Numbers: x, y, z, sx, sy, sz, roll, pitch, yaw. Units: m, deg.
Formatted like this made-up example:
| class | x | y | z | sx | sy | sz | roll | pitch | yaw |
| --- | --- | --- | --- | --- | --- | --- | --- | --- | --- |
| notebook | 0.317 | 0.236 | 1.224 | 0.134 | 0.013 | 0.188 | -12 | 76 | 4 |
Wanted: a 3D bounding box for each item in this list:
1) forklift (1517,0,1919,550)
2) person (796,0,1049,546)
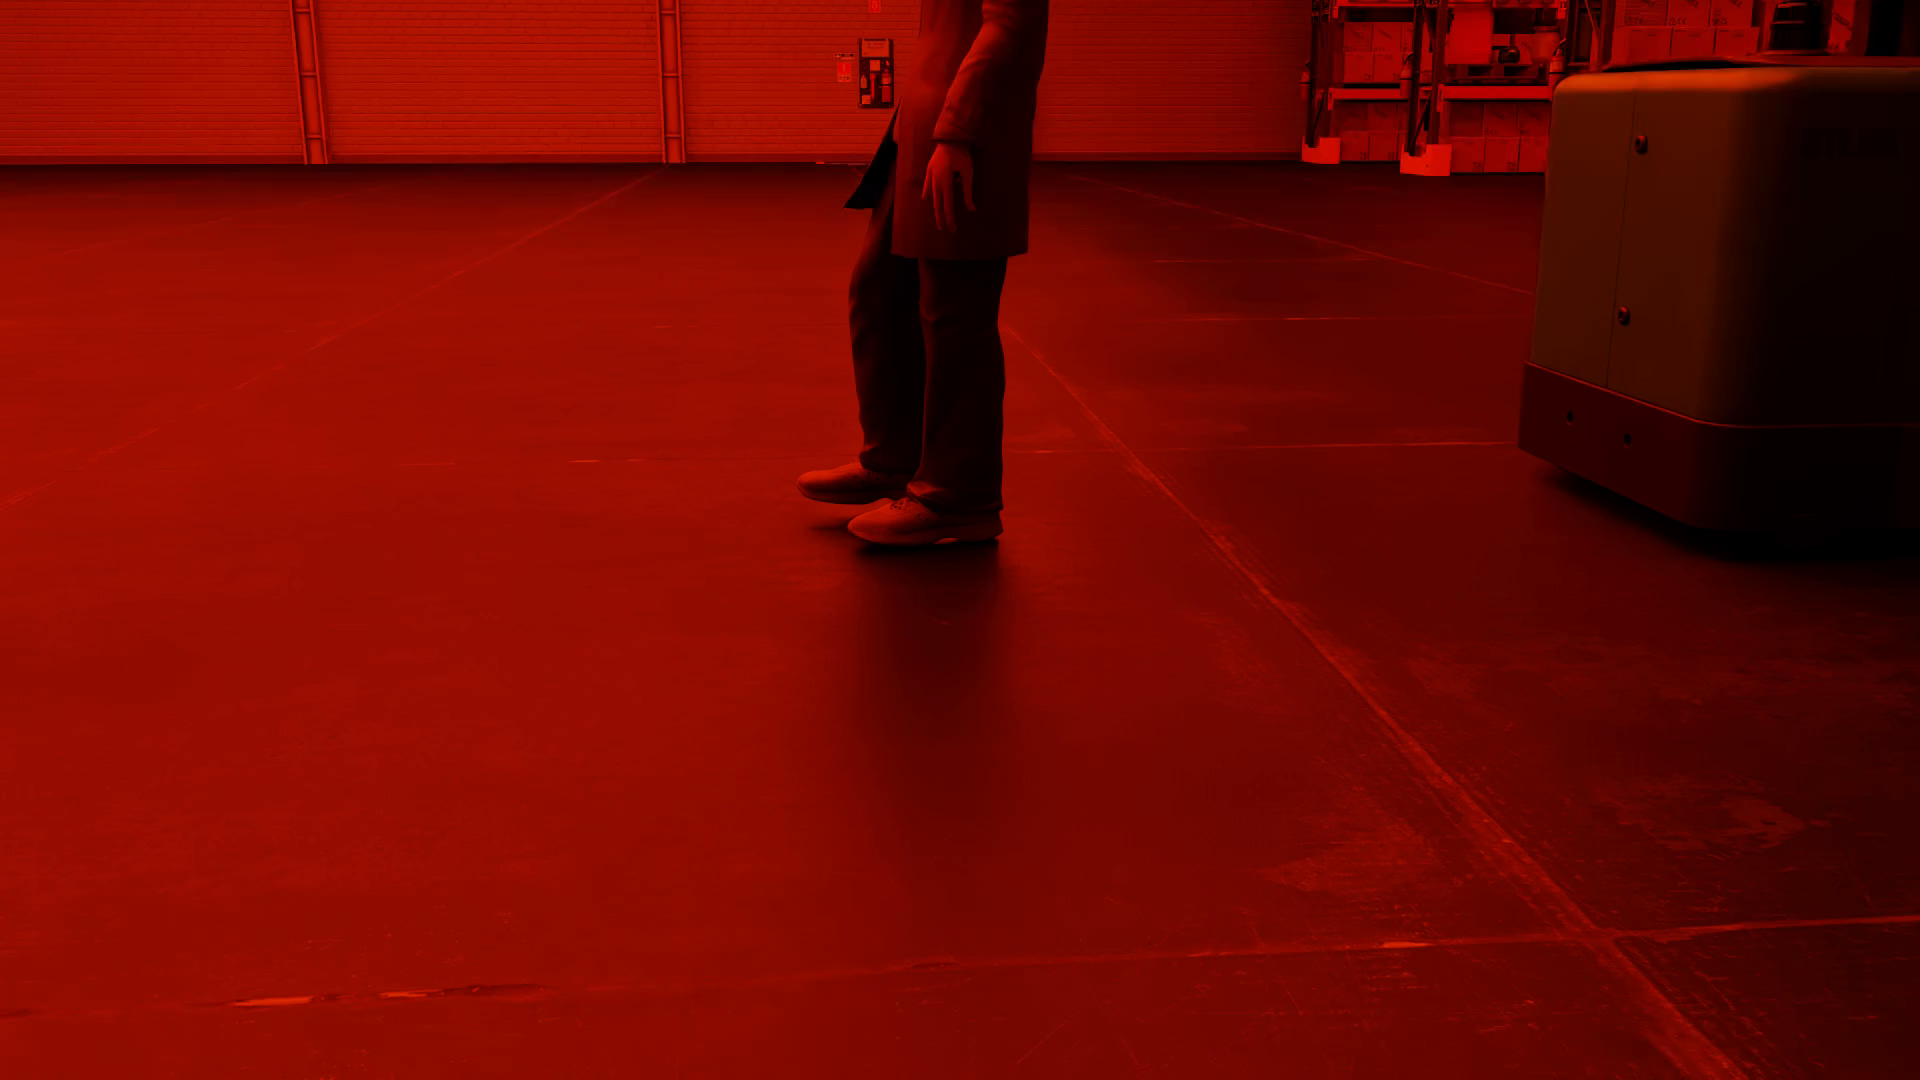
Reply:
| class | x | y | z | sx | sy | sz | roll | pitch | yaw |
| --- | --- | --- | --- | --- | --- | --- | --- | --- | --- |
| forklift | 3.105 | -1.536 | 4.013 | 3.031 | 2.935 | 1.130 | -2 | 15 | -6 |
| person | -0.092 | -0.866 | 3.702 | 0.580 | 1.778 | 0.698 | -1 | 15 | -5 |
